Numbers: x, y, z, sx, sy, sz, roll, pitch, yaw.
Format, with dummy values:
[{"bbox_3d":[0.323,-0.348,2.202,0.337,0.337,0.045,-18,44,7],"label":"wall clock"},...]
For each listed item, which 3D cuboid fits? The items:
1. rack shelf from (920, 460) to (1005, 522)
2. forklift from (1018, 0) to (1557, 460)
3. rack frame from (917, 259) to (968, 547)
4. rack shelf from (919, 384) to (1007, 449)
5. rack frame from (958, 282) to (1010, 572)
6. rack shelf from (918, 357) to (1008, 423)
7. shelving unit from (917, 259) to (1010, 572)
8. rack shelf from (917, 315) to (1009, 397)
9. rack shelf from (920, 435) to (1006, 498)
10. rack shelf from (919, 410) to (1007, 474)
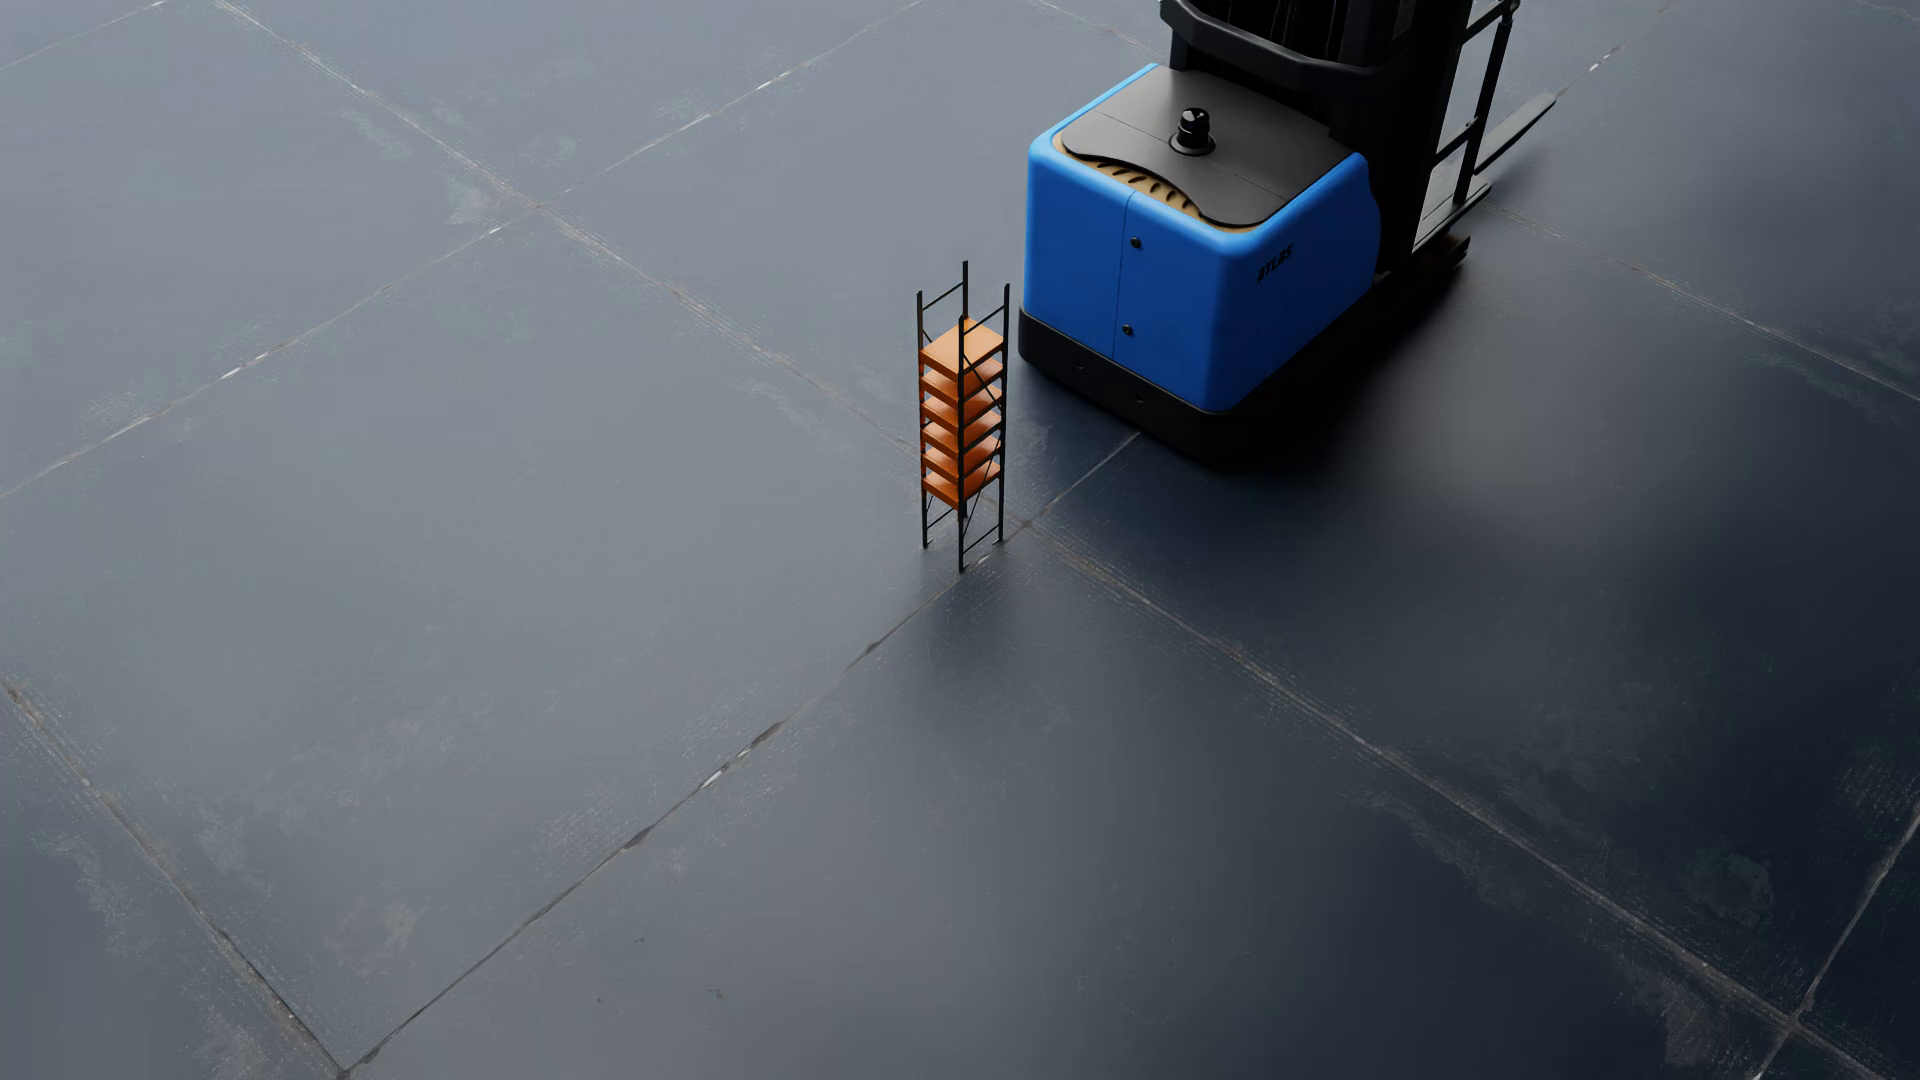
[{"bbox_3d":[0.011,-0.209,6.013,0.180,0.103,0.258,34,55,28],"label":"rack shelf"},{"bbox_3d":[1.594,-2.308,6.407,1.130,2.935,3.031,33,55,27],"label":"forklift"},{"bbox_3d":[-0.057,-0.449,5.848,0.006,1.200,0.240,34,55,28],"label":"rack frame"},{"bbox_3d":[0.011,-0.455,5.751,0.180,0.103,0.258,34,55,28],"label":"rack shelf"},{"bbox_3d":[0.078,-0.358,5.763,0.006,1.200,0.240,34,55,28],"label":"rack frame"},{"bbox_3d":[0.011,-0.537,5.663,0.180,0.103,0.258,34,55,28],"label":"rack shelf"},{"bbox_3d":[0.011,-0.404,5.806,0.189,1.200,0.258,34,55,28],"label":"shelving unit"},{"bbox_3d":[0.011,-0.620,5.576,0.180,0.103,0.258,34,55,28],"label":"rack shelf"},{"bbox_3d":[0.011,-0.291,5.926,0.180,0.103,0.258,34,55,28],"label":"rack shelf"},{"bbox_3d":[0.011,-0.373,5.838,0.180,0.103,0.258,34,55,28],"label":"rack shelf"}]
